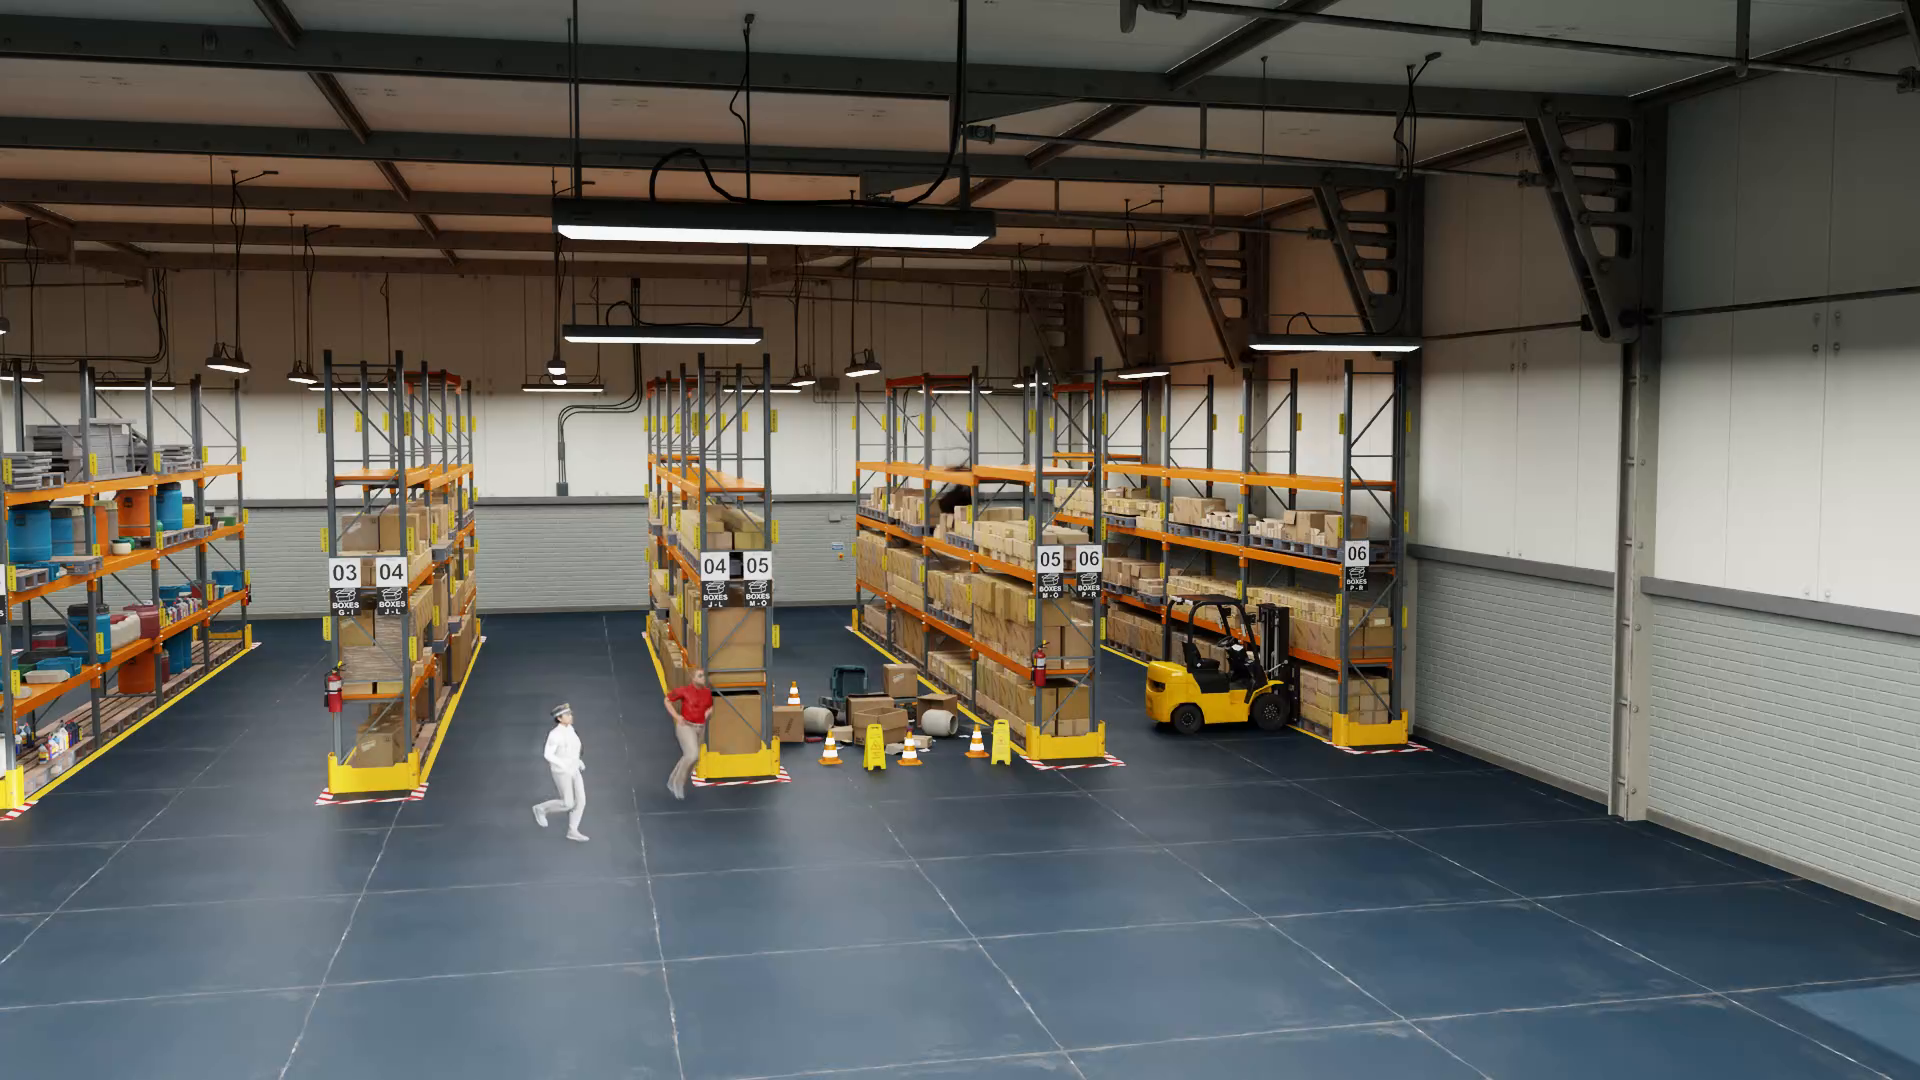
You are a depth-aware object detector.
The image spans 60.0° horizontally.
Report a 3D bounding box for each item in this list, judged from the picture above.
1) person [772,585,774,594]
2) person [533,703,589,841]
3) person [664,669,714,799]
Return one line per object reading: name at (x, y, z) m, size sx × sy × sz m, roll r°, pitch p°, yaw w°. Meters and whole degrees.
person at (-4.616, 1.462, 38.325) m, size 0.674 × 1.746 × 0.817 m, roll -2°, pitch 4°, yaw -25°
person at (-4.800, 2.787, 20.062) m, size 0.702 × 1.672 × 0.622 m, roll 1°, pitch 4°, yaw 18°
person at (-3.631, 2.611, 22.482) m, size 0.655 × 1.745 × 0.670 m, roll 3°, pitch 5°, yaw 38°
